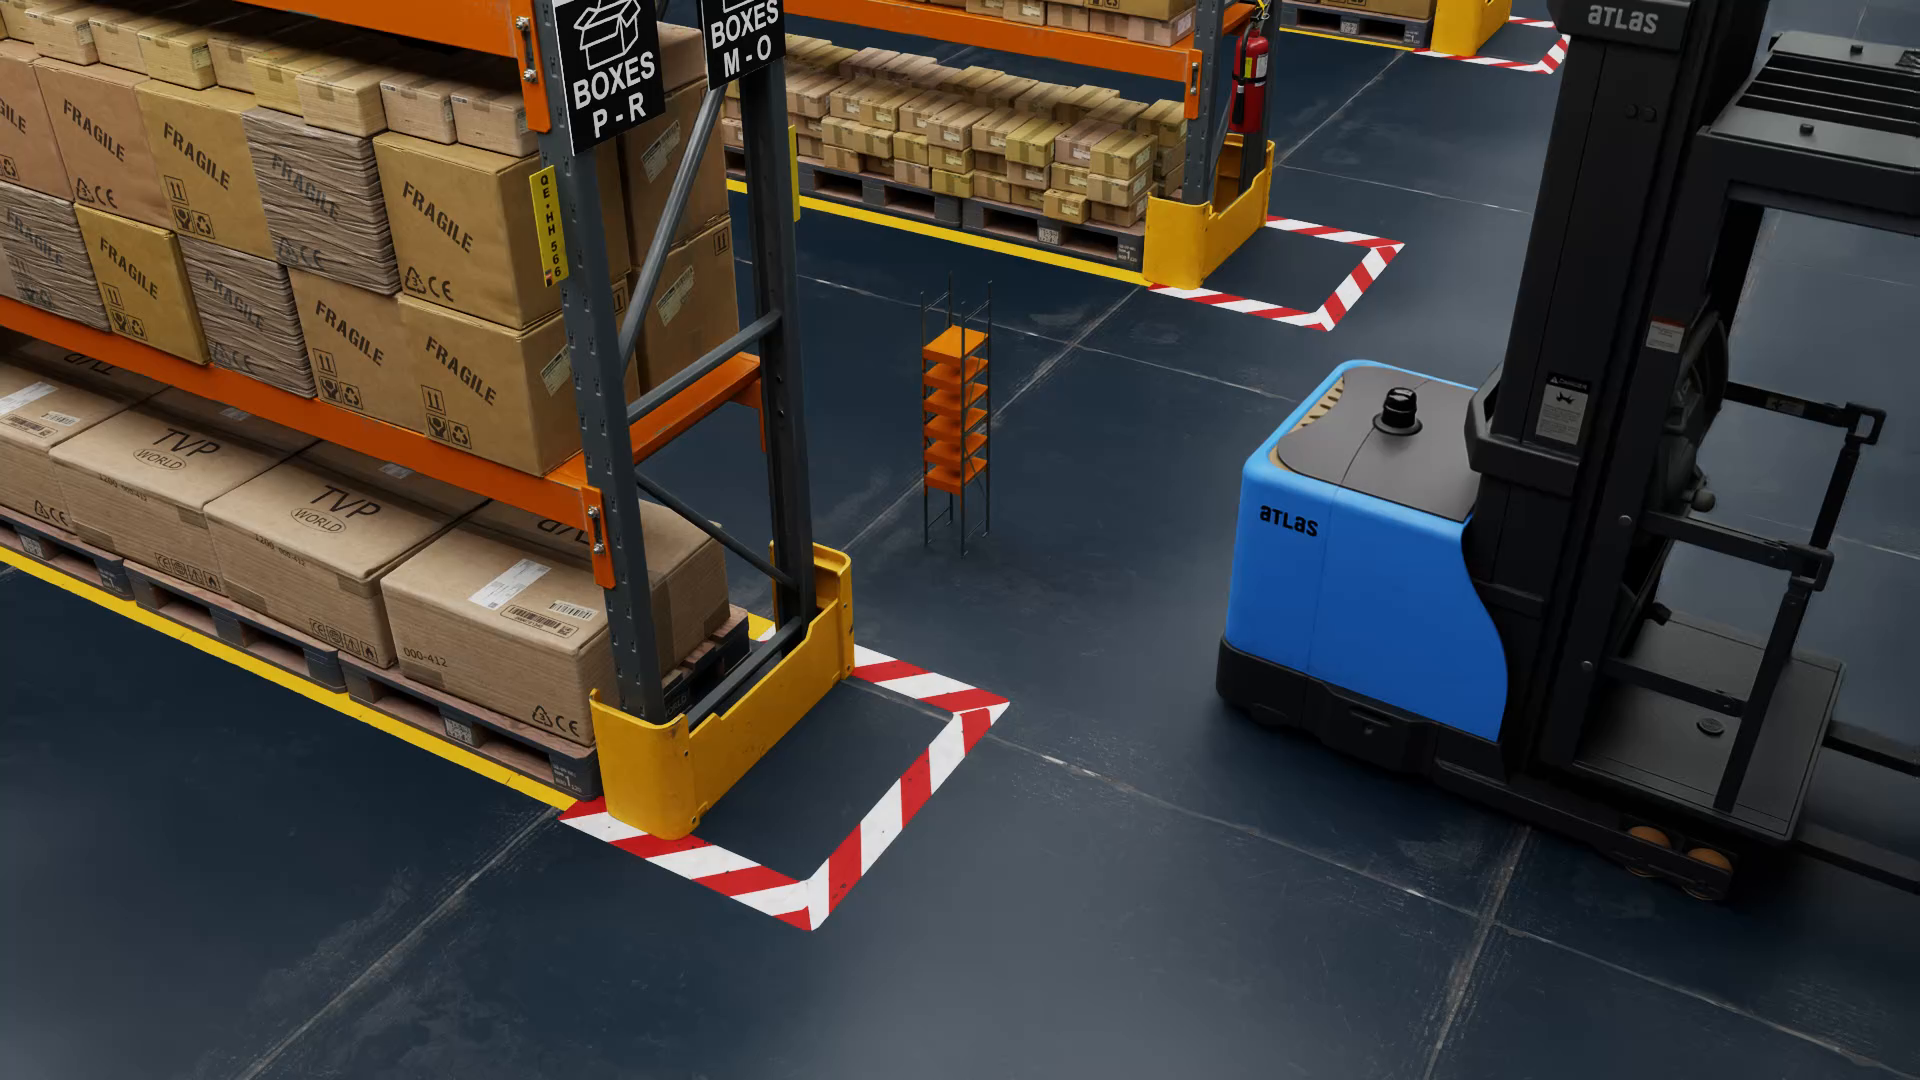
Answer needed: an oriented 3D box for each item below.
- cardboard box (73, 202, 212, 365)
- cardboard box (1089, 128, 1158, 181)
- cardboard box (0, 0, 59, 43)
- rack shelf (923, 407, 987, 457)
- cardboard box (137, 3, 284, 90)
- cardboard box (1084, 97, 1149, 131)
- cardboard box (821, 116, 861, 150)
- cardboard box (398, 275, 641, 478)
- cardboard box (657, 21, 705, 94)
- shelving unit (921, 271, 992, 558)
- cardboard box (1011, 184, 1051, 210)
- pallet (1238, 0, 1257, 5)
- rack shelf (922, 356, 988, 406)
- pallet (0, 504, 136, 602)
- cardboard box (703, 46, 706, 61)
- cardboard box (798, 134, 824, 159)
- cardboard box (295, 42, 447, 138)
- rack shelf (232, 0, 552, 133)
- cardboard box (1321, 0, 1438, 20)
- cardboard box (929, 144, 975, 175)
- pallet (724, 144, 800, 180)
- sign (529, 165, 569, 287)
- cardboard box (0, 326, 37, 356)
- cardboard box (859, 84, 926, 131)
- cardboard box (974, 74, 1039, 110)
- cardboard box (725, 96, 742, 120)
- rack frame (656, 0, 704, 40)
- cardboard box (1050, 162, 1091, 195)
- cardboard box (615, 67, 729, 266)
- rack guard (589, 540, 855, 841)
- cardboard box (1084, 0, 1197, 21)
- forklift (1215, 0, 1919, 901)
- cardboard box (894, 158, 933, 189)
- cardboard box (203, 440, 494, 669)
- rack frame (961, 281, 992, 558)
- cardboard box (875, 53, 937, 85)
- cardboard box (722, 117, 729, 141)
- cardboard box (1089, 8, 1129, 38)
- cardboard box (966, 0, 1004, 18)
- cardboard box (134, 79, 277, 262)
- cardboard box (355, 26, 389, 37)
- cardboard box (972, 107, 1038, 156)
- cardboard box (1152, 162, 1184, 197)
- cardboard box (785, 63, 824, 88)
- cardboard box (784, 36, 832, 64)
[{"bbox_3d":[-2.731,-1.004,5.961,0.500,0.500,0.500,19,38,26],"label":"cardboard box"},{"bbox_3d":[0.937,-2.208,9.516,0.250,0.149,0.380,18,38,25],"label":"cardboard box"},{"bbox_3d":[-3.040,-1.828,5.711,0.250,0.149,0.380,17,37,24],"label":"cardboard box"},{"bbox_3d":[-0.013,-0.466,6.948,0.180,0.103,0.258,18,37,24],"label":"rack shelf"},{"bbox_3d":[-2.392,-1.594,5.359,0.250,0.149,0.380,19,38,26],"label":"cardboard box"},{"bbox_3d":[0.937,-2.510,9.970,0.250,0.149,0.380,18,38,25],"label":"cardboard box"},{"bbox_3d":[-0.653,-2.569,10.326,0.250,0.149,0.380,17,37,24],"label":"cardboard box"},{"bbox_3d":[-1.396,-0.586,5.333,0.500,0.500,0.500,18,38,25],"label":"cardboard box"},{"bbox_3d":[-1.017,-1.498,5.215,0.250,0.149,0.380,18,38,25],"label":"cardboard box"},{"bbox_3d":[-0.013,-0.503,6.923,0.189,1.200,0.258,18,37,24],"label":"shelving unit"},{"bbox_3d":[0.502,-2.118,9.917,0.250,0.149,0.380,17,37,24],"label":"cardboard box"},{"bbox_3d":[2.283,-4.666,14.066,1.213,0.211,1.003,18,37,24],"label":"pallet"},{"bbox_3d":[-0.013,-0.666,6.815,0.180,0.103,0.258,18,37,24],"label":"rack shelf"},{"bbox_3d":[-3.698,-0.232,7.407,1.213,0.211,1.003,18,37,24],"label":"pallet"},{"bbox_3d":[-1.754,-3.090,10.841,0.250,0.149,0.380,19,38,26],"label":"cardboard box"},{"bbox_3d":[-0.825,-2.563,10.586,0.250,0.149,0.380,16,37,22],"label":"cardboard box"},{"bbox_3d":[-1.755,-1.358,5.005,0.250,0.149,0.380,17,37,24],"label":"cardboard box"},{"bbox_3d":[-2.583,-2.038,5.547,4.000,0.370,1.077,18,37,24],"label":"rack shelf"},{"bbox_3d":[3.476,-4.736,13.194,0.875,0.875,0.875,18,37,24],"label":"cardboard box"},{"bbox_3d":[0.014,-2.347,9.993,0.250,0.149,0.380,18,38,25],"label":"cardboard box"},{"bbox_3d":[-1.350,-2.721,11.145,1.213,0.211,1.003,18,37,24],"label":"pallet"},{"bbox_3d":[-1.127,-0.862,4.580,0.005,0.325,0.100,18,37,24],"label":"sign"},{"bbox_3d":[-4.897,-1.061,7.676,0.875,0.875,0.875,19,38,26],"label":"cardboard box"},{"bbox_3d":[-0.410,-2.648,10.177,0.250,0.149,0.380,18,38,25],"label":"cardboard box"},{"bbox_3d":[0.289,-2.750,10.330,0.250,0.149,0.380,19,38,26],"label":"cardboard box"},{"bbox_3d":[-1.301,-2.831,10.720,0.250,0.149,0.380,17,37,24],"label":"cardboard box"},{"bbox_3d":[-1.951,-4.049,10.624,0.127,3.000,1.000,18,37,24],"label":"rack frame"},{"bbox_3d":[0.722,-2.166,9.722,0.250,0.149,0.380,17,37,23],"label":"cardboard box"},{"bbox_3d":[-1.121,-1.266,5.452,0.500,0.500,0.500,17,37,23],"label":"cardboard box"},{"bbox_3d":[-0.825,0.508,6.036,0.348,0.500,1.175,18,37,24],"label":"rack guard"},{"bbox_3d":[1.004,-3.114,8.861,0.500,0.500,0.500,18,38,25],"label":"cardboard box"},{"bbox_3d":[2.482,-0.374,5.168,3.031,2.935,1.130,20,38,27],"label":"forklift"},{"bbox_3d":[-0.199,-2.304,10.197,0.250,0.149,0.380,18,38,25],"label":"cardboard box"},{"bbox_3d":[-2.267,-0.028,6.519,0.875,0.438,0.875,19,38,26],"label":"cardboard box"},{"bbox_3d":[0.067,-0.478,6.886,0.006,1.200,0.240,18,37,24],"label":"rack frame"},{"bbox_3d":[-0.344,-2.989,10.688,0.250,0.149,0.380,16,37,23],"label":"cardboard box"},{"bbox_3d":[-1.563,-2.709,10.805,0.250,0.149,0.380,19,38,26],"label":"cardboard box"},{"bbox_3d":[0.902,-2.884,9.102,0.250,0.149,0.380,18,37,24],"label":"cardboard box"},{"bbox_3d":[0.229,-3.092,9.413,0.250,0.149,0.380,16,37,22],"label":"cardboard box"},{"bbox_3d":[-2.279,-1.282,5.477,0.500,0.500,0.500,17,37,24],"label":"cardboard box"},{"bbox_3d":[-1.940,-1.773,5.628,0.250,0.149,0.380,18,38,25],"label":"cardboard box"},{"bbox_3d":[0.266,-2.417,9.830,0.250,0.149,0.380,16,37,23],"label":"cardboard box"},{"bbox_3d":[1.226,-2.235,10.094,0.250,0.149,0.380,18,38,25],"label":"cardboard box"},{"bbox_3d":[-1.063,-2.879,10.524,0.250,0.149,0.380,17,37,23],"label":"cardboard box"},{"bbox_3d":[-1.051,-3.196,11.000,0.250,0.149,0.380,17,37,24],"label":"cardboard box"}]
